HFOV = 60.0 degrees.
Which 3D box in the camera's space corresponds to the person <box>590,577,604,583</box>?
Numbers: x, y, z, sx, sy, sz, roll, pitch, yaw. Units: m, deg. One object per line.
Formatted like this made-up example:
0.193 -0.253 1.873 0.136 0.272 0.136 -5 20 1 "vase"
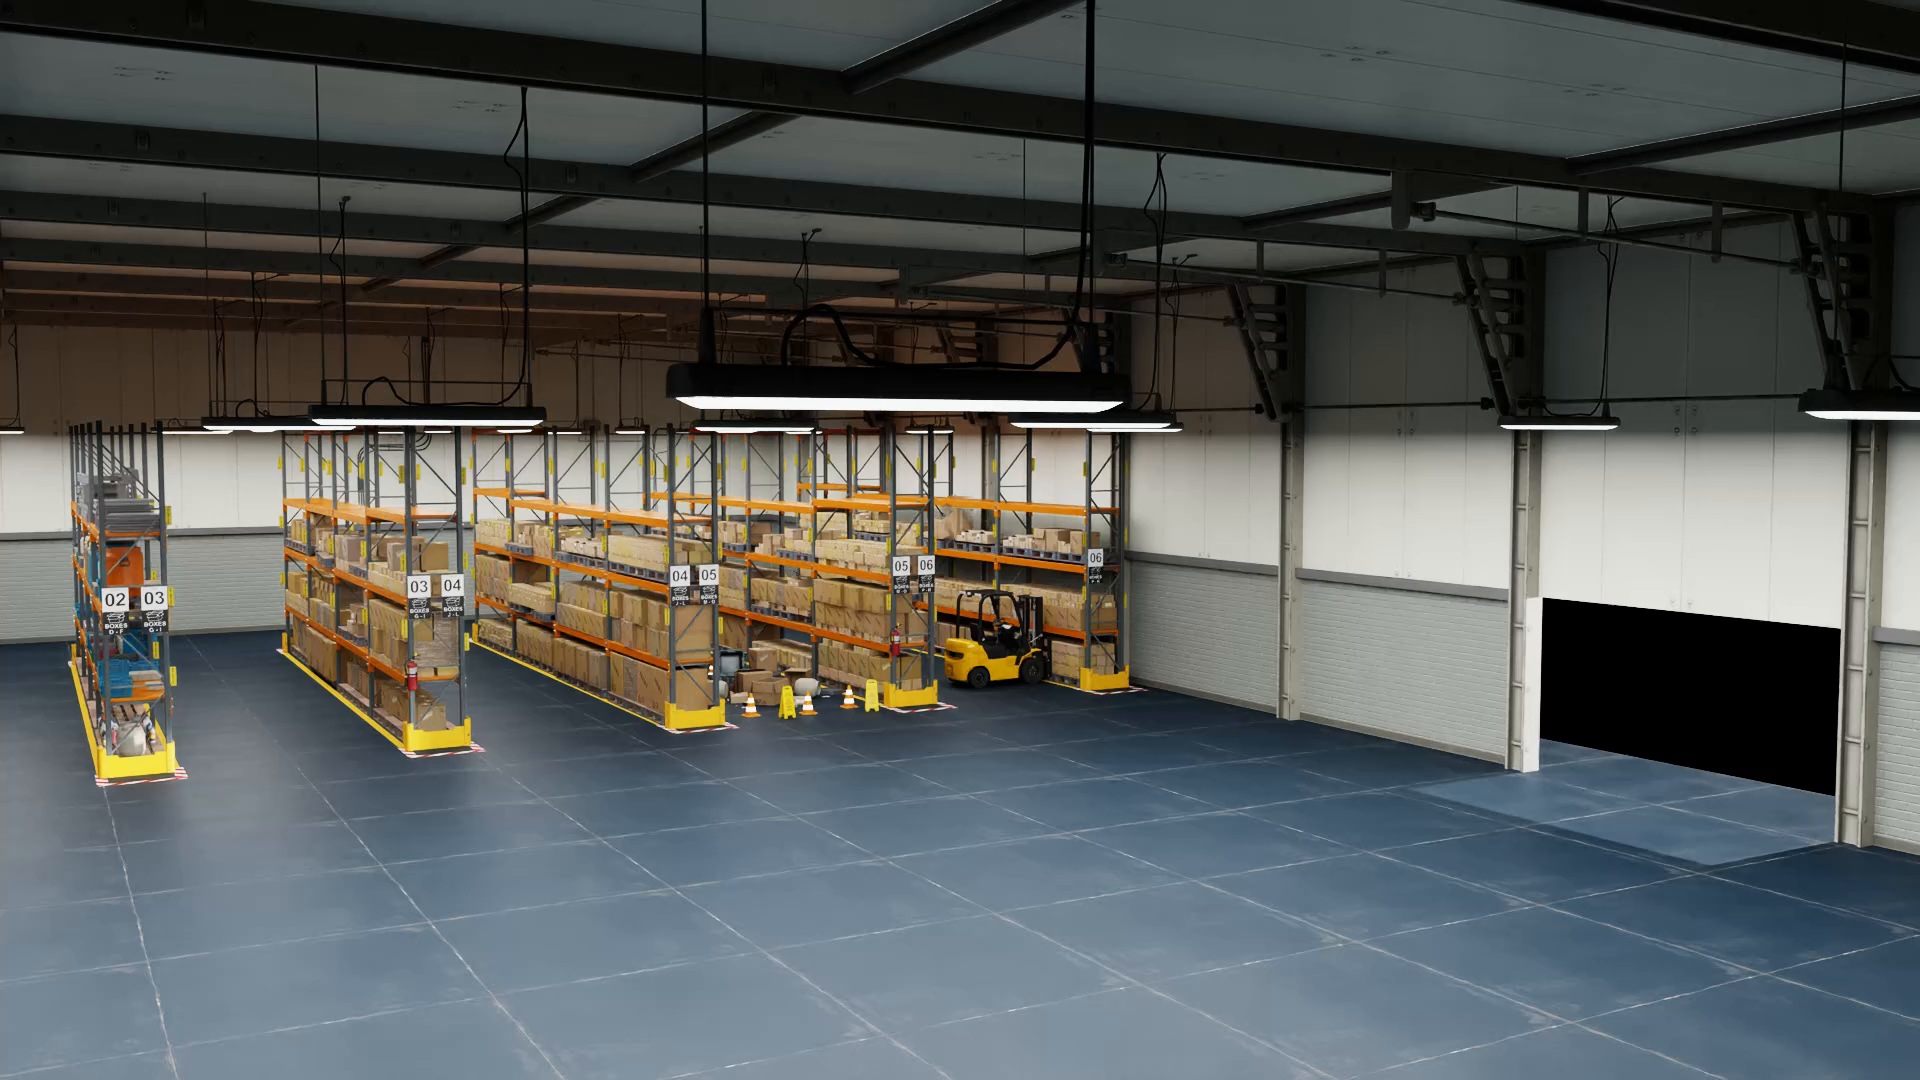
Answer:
-11.207 1.754 51.501 0.565 1.683 0.452 -1 4 -15 "person"
